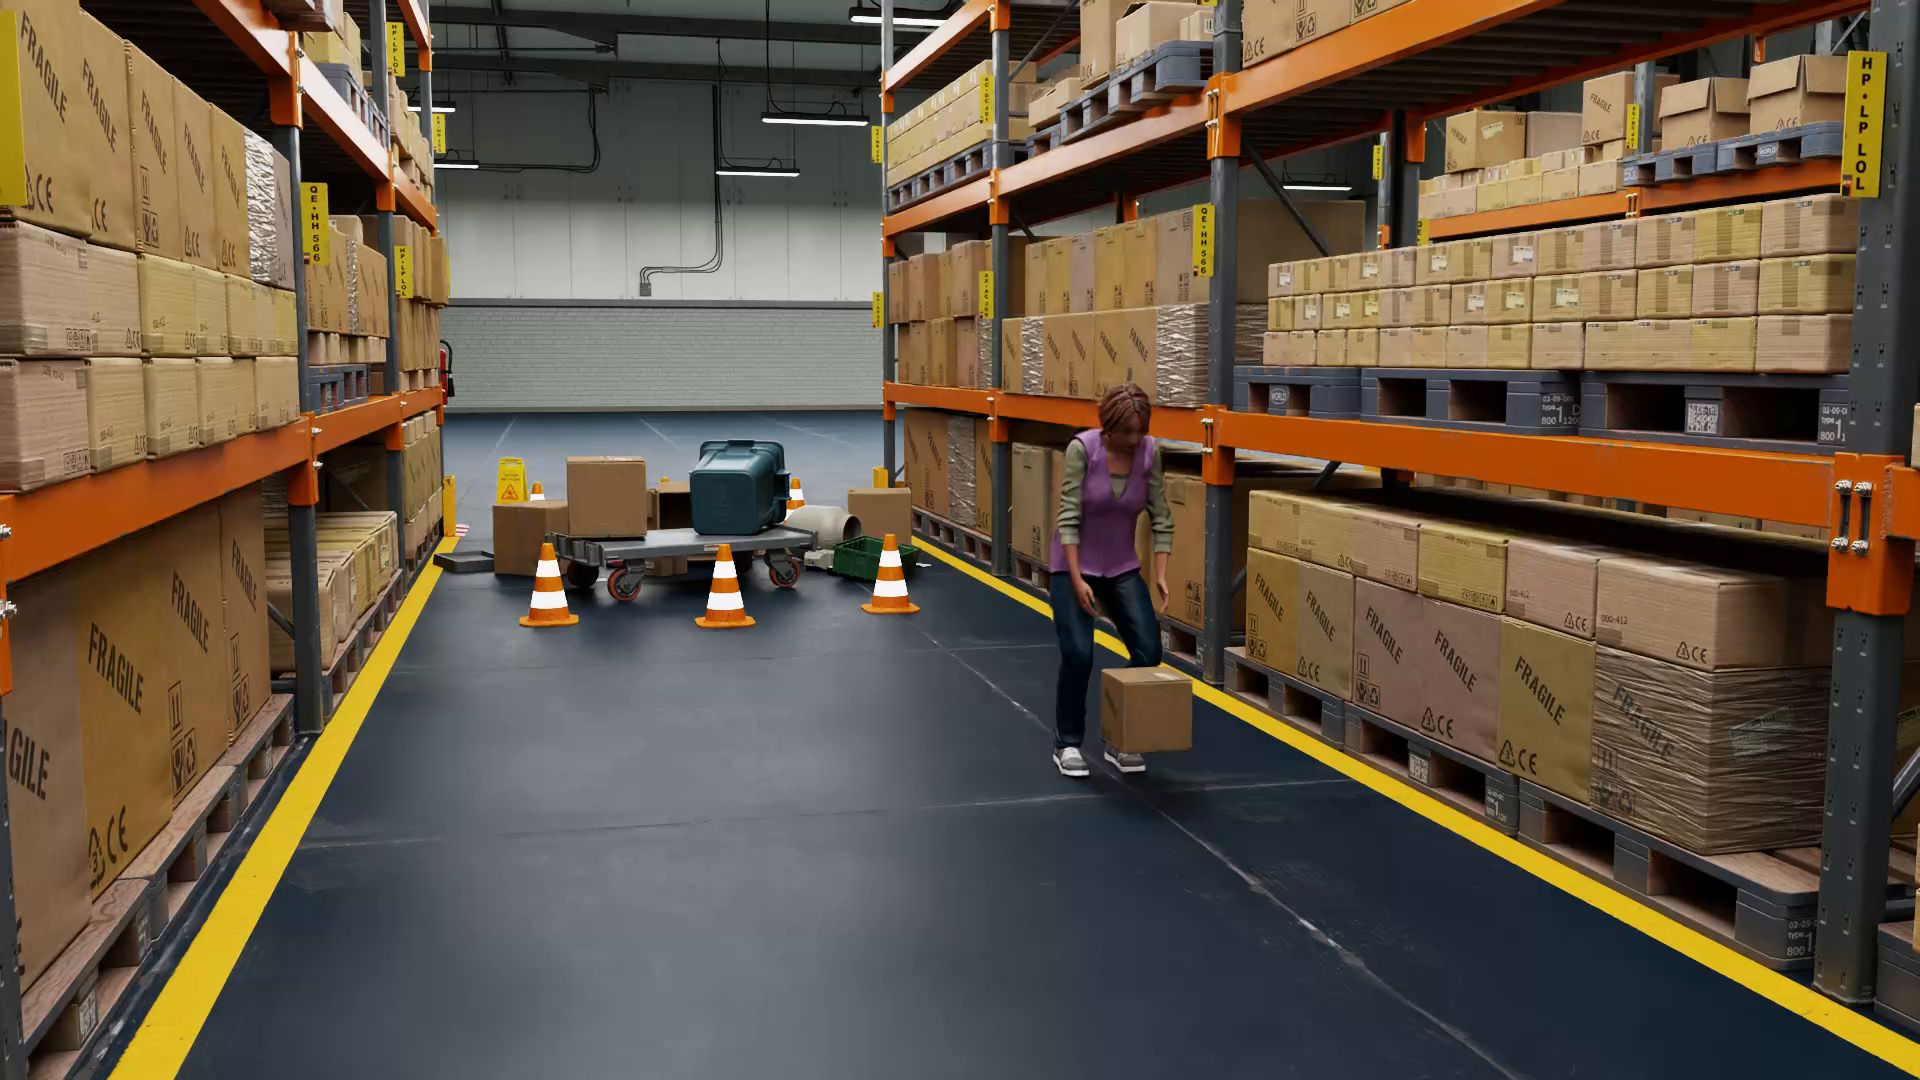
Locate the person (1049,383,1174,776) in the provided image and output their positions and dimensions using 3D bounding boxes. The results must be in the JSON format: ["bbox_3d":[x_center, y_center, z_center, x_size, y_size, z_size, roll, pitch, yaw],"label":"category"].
[{"bbox_3d":[0.564,0.146,6.209,0.451,1.464,0.518,-2,7,-14],"label":"person"}]
